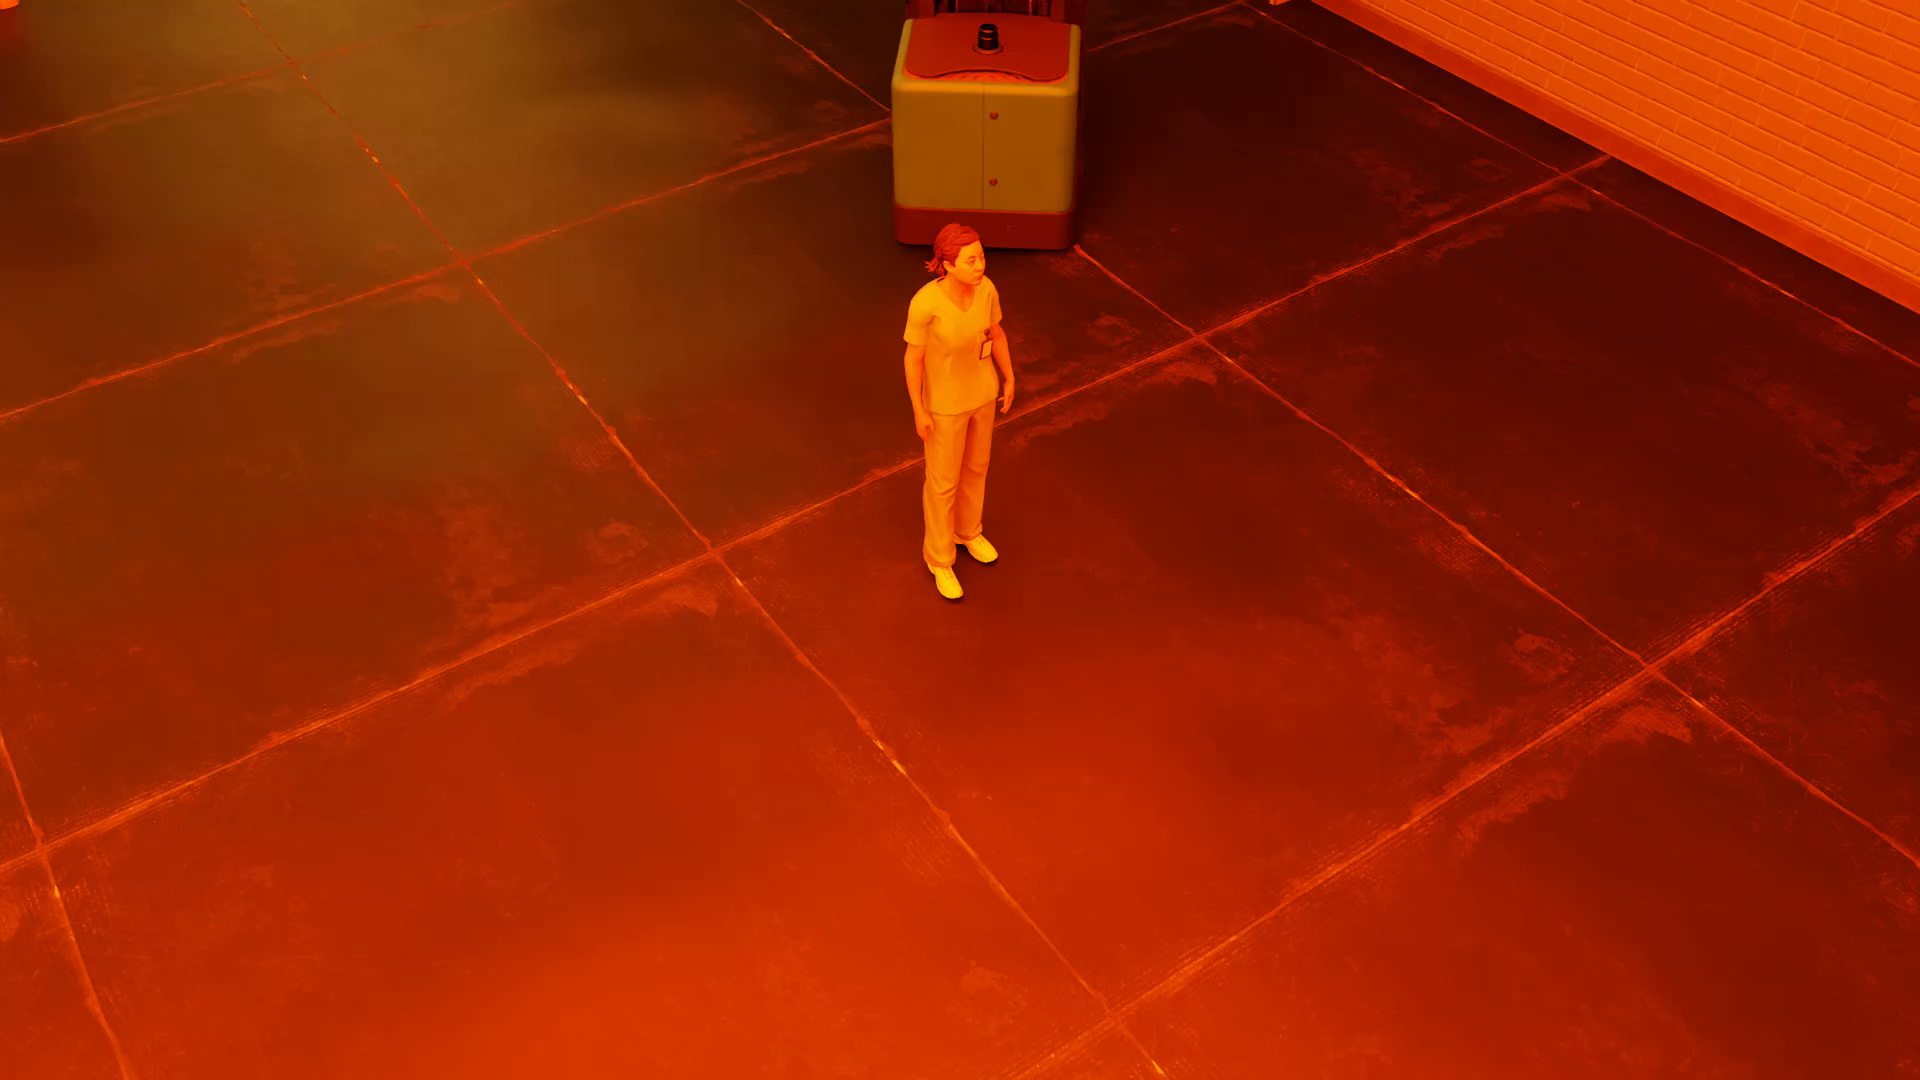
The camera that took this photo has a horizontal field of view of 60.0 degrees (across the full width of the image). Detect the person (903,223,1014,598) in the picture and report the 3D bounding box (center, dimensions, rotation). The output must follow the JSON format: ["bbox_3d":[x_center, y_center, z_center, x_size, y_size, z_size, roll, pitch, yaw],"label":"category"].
[{"bbox_3d":[0.031,-0.575,7.255,0.549,1.675,0.549,-25,48,-25],"label":"person"}]

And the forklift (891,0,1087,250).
[{"bbox_3d":[0.235,-3.740,9.774,1.130,2.935,3.031,3,43,3],"label":"forklift"}]
